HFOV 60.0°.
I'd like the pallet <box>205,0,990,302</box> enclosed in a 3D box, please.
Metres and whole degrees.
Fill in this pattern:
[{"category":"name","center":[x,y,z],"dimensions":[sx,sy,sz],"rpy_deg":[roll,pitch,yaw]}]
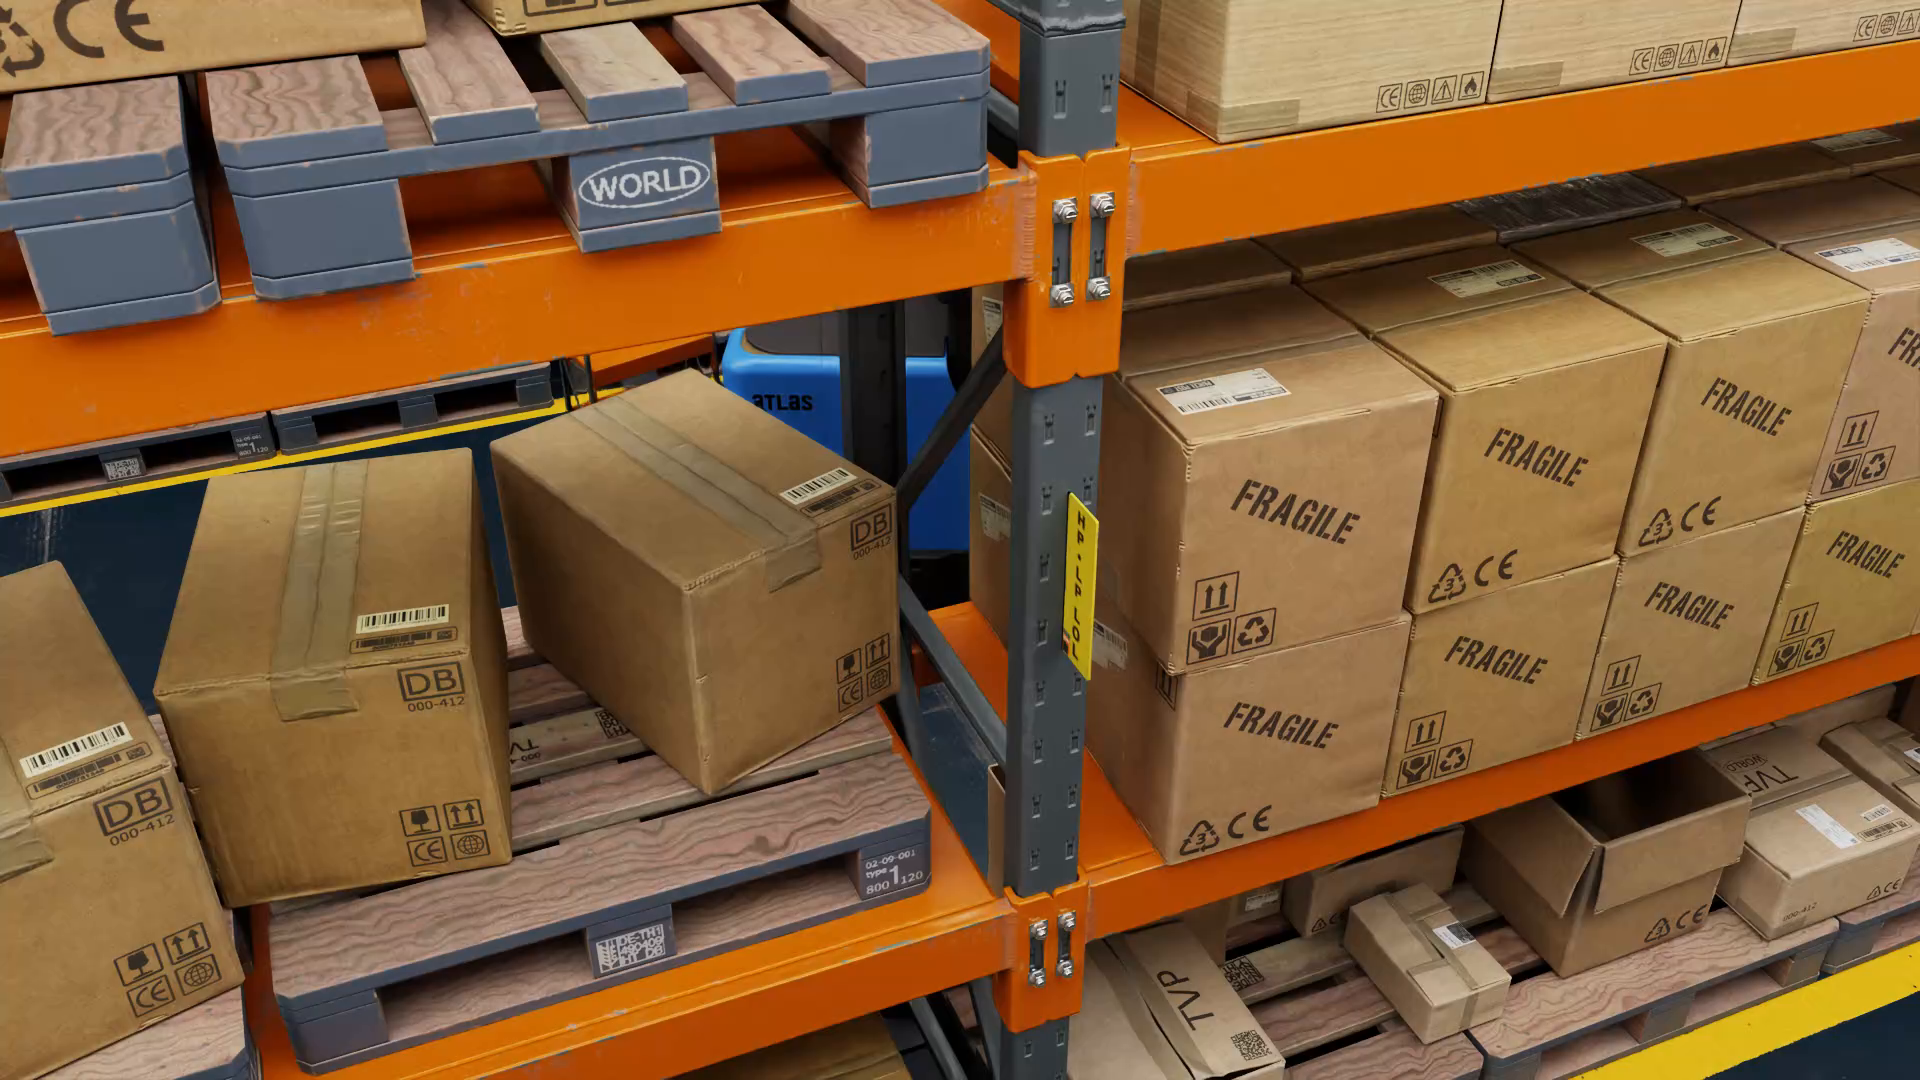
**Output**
[{"category":"pallet","center":[-0.644,-0.787,2.631],"dimensions":[1.003,0.211,1.213],"rpy_deg":[-13,35,-19]}]

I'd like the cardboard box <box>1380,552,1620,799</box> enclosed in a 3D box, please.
[{"category":"cardboard box","center":[1.031,0.167,3.651],"dimensions":[0.500,0.500,0.500],"rpy_deg":[-12,35,-18]}]

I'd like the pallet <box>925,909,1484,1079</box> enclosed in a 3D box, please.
[{"category":"pallet","center":[0.618,1.314,4.538],"dimensions":[1.213,0.211,1.003],"rpy_deg":[-13,35,-19]}]

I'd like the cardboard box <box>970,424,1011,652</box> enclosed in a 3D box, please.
[{"category":"cardboard box","center":[0.346,0.013,3.888],"dimensions":[0.500,0.500,0.500],"rpy_deg":[-12,35,-18]}]

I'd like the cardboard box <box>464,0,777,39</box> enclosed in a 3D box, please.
[{"category":"cardboard box","center":[-0.508,-1.159,2.462],"dimensions":[0.600,0.600,0.600],"rpy_deg":[-16,36,-23]}]

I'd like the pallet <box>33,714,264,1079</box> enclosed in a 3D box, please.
[{"category":"pallet","center":[-1.912,0.801,2.944],"dimensions":[1.213,0.211,1.003],"rpy_deg":[-13,35,-19]}]

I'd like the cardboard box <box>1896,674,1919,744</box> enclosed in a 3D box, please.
[{"category":"cardboard box","center":[3.267,0.547,5.048],"dimensions":[0.500,0.500,0.500],"rpy_deg":[-13,35,-19]}]

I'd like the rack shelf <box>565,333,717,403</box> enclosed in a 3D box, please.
[{"category":"rack shelf","center":[-1.144,-0.650,5.926],"dimensions":[0.480,0.148,0.258],"rpy_deg":[-23,39,-31]}]

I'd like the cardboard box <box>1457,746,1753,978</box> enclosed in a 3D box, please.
[{"category":"cardboard box","center":[1.715,0.752,4.730],"dimensions":[0.637,0.503,0.797],"rpy_deg":[-13,35,-19]}]

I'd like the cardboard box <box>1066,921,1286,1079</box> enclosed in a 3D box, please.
[{"category":"cardboard box","center":[0.455,1.252,4.138],"dimensions":[0.500,0.311,0.500],"rpy_deg":[-13,35,-19]}]

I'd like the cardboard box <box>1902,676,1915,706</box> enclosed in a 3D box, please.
[{"category":"cardboard box","center":[3.153,0.371,5.640],"dimensions":[0.250,0.149,0.380],"rpy_deg":[-13,35,-19]}]

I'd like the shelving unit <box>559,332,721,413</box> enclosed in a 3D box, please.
[{"category":"shelving unit","center":[-1.142,-0.319,6.138],"dimensions":[0.503,1.200,0.258],"rpy_deg":[-23,39,-31]}]

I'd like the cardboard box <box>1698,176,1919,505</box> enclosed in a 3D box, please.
[{"category":"cardboard box","center":[1.953,-0.457,3.693],"dimensions":[0.500,0.500,0.500],"rpy_deg":[-12,35,-17]}]

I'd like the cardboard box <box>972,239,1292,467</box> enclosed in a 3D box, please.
[{"category":"cardboard box","center":[0.351,-0.409,3.619],"dimensions":[0.500,0.500,0.500],"rpy_deg":[-13,35,-19]}]

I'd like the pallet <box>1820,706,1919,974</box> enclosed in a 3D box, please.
[{"category":"pallet","center":[2.868,0.798,5.330],"dimensions":[1.213,0.211,1.003],"rpy_deg":[-13,35,-19]}]

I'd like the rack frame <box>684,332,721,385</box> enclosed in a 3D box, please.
[{"category":"rack frame","center":[-0.949,-0.400,6.263],"dimensions":[0.015,1.200,0.240],"rpy_deg":[-23,39,-31]}]

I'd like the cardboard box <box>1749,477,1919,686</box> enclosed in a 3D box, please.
[{"category":"cardboard box","center":[1.961,-0.046,3.978],"dimensions":[0.500,0.500,0.500],"rpy_deg":[-13,35,-20]}]

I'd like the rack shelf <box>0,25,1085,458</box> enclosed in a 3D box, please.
[{"category":"rack shelf","center":[-1.860,-0.244,2.284],"dimensions":[4.000,0.370,1.077],"rpy_deg":[-13,35,-19]}]

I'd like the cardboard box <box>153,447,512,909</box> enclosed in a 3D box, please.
[{"category":"cardboard box","center":[-1.148,0.236,3.160],"dimensions":[0.500,0.500,0.700],"rpy_deg":[-8,34,-11]}]

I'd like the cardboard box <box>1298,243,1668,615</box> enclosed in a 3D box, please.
[{"category":"cardboard box","center":[1.003,-0.239,3.359],"dimensions":[0.500,0.500,0.500],"rpy_deg":[-14,36,-20]}]

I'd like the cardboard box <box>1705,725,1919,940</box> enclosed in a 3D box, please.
[{"category":"cardboard box","center":[2.379,0.837,4.831],"dimensions":[0.500,0.250,0.500],"rpy_deg":[-13,35,-19]}]

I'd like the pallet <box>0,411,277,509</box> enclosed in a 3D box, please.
[{"category":"pallet","center":[-3.745,-0.572,7.435],"dimensions":[1.213,0.211,1.003],"rpy_deg":[-13,35,-19]}]

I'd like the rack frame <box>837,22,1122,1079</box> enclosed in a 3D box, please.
[{"category":"rack frame","center":[-0.015,0.289,3.555],"dimensions":[0.127,3.000,1.000],"rpy_deg":[-13,35,-19]}]

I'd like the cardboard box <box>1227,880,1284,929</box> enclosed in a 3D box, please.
[{"category":"cardboard box","center":[0.723,0.927,4.785],"dimensions":[0.250,0.149,0.380],"rpy_deg":[-13,35,-19]}]

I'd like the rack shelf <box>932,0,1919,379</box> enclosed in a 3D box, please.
[{"category":"rack shelf","center":[1.829,-1.089,3.582],"dimensions":[4.000,0.370,1.077],"rpy_deg":[-13,35,-19]}]

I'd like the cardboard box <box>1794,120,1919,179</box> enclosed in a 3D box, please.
[{"category":"cardboard box","center":[2.219,-0.838,4.279],"dimensions":[0.500,0.500,0.500],"rpy_deg":[-12,35,-18]}]

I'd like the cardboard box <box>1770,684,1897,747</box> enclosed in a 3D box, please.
[{"category":"cardboard box","center":[2.600,0.490,5.364],"dimensions":[0.500,0.250,0.500],"rpy_deg":[-13,35,-19]}]

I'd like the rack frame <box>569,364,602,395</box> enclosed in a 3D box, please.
[{"category":"rack frame","center":[-1.937,-2.201,7.382],"dimensions":[0.127,3.000,1.000],"rpy_deg":[-13,35,-19]}]

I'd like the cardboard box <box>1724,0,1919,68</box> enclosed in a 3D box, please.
[{"category":"cardboard box","center":[1.453,-1.092,3.065],"dimensions":[0.500,0.250,0.500],"rpy_deg":[-13,35,-19]}]

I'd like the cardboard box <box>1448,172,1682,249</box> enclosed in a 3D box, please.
[{"category":"cardboard box","center":[1.287,-0.625,3.951],"dimensions":[0.500,0.500,0.500],"rpy_deg":[-13,35,-19]}]

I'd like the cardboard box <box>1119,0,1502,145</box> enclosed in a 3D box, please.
[{"category":"cardboard box","center":[0.529,-0.884,2.745],"dimensions":[0.500,0.250,0.500],"rpy_deg":[-13,35,-19]}]

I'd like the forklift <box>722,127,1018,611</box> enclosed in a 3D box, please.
[{"category":"forklift","center":[0.677,-1.200,5.907],"dimensions":[3.031,2.935,1.130],"rpy_deg":[1,33,1]}]
